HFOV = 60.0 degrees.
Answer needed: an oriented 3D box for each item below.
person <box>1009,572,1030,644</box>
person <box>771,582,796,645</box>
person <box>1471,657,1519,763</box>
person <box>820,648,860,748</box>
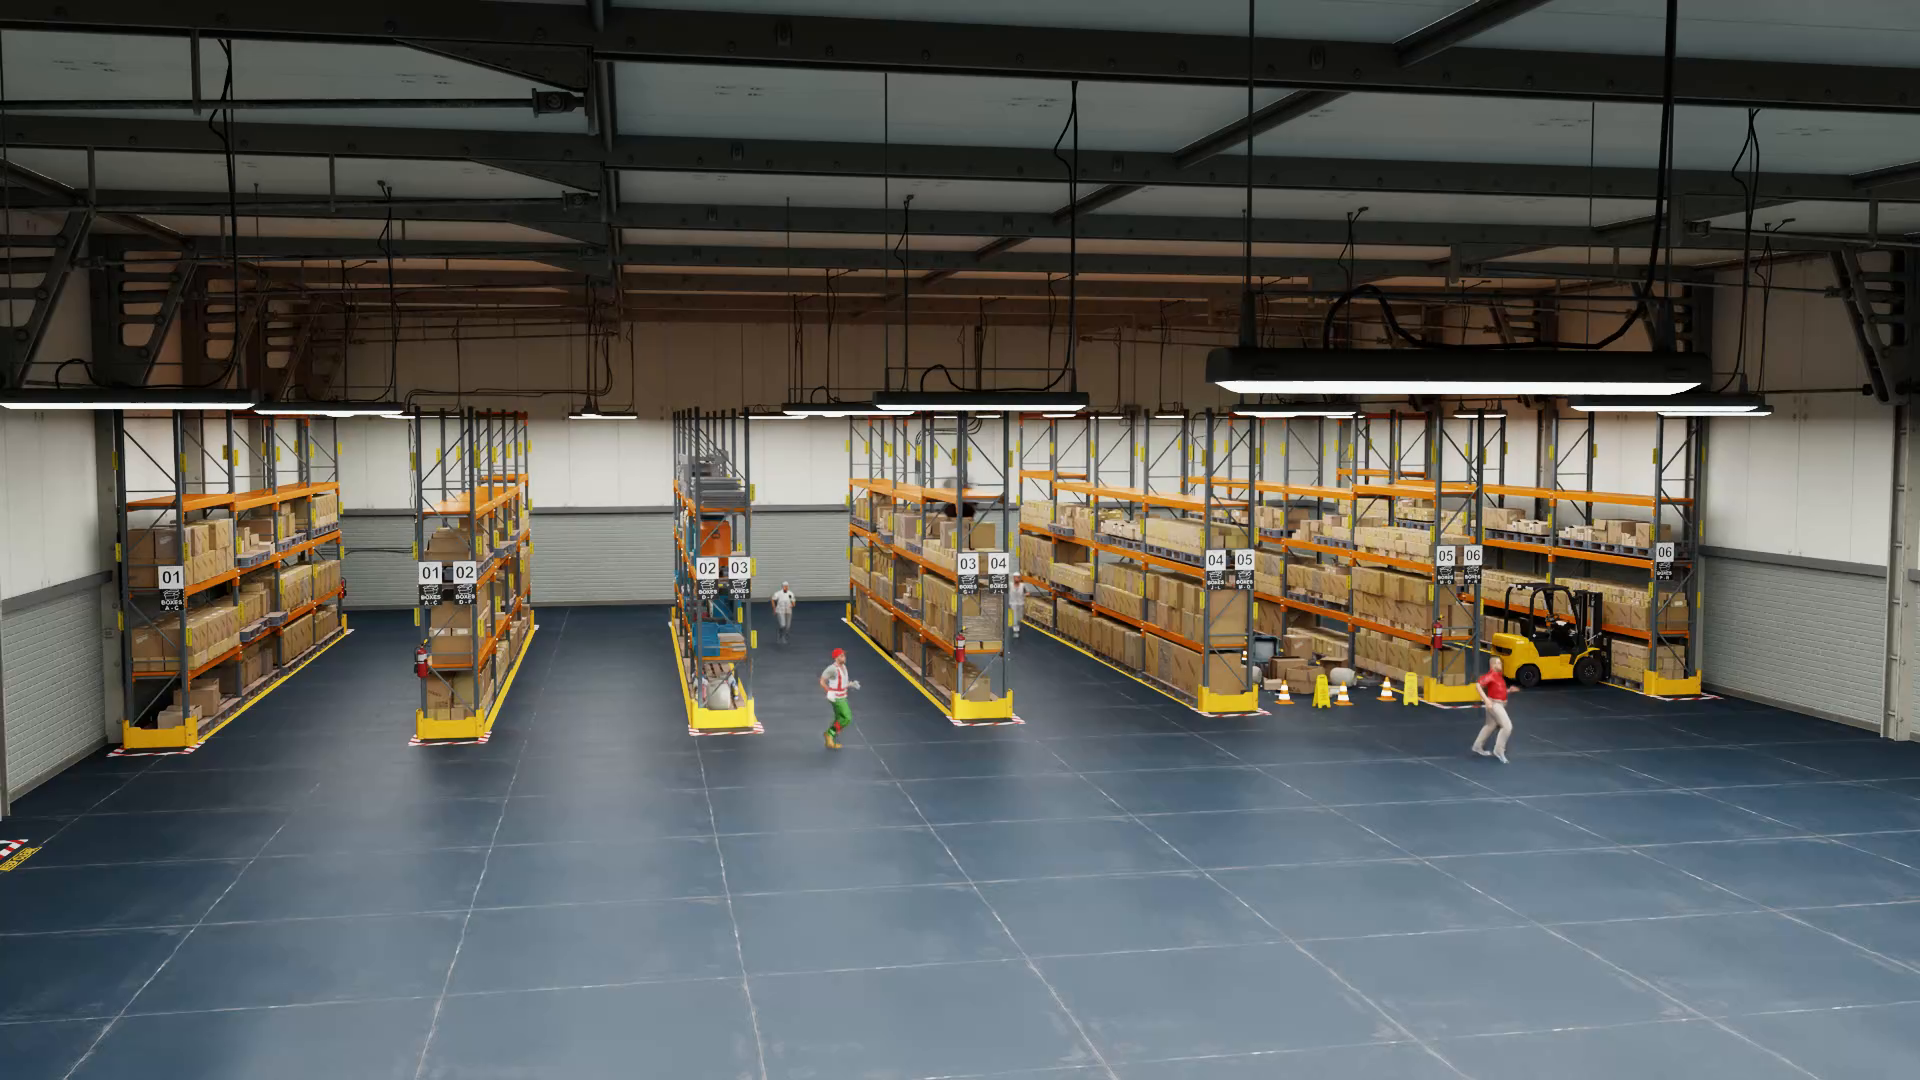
[{"bbox_3d":[1.513,1.742,43.363,0.628,1.818,0.908,0,4,-6],"label":"person"},{"bbox_3d":[-4.483,1.876,42.516,0.566,1.631,0.720,-2,4,-22],"label":"person"},{"bbox_3d":[9.063,2.875,28.137,0.754,1.796,0.631,2,4,24],"label":"person"},{"bbox_3d":[-2.070,2.768,29.119,0.601,1.748,0.632,1,4,18],"label":"person"}]
